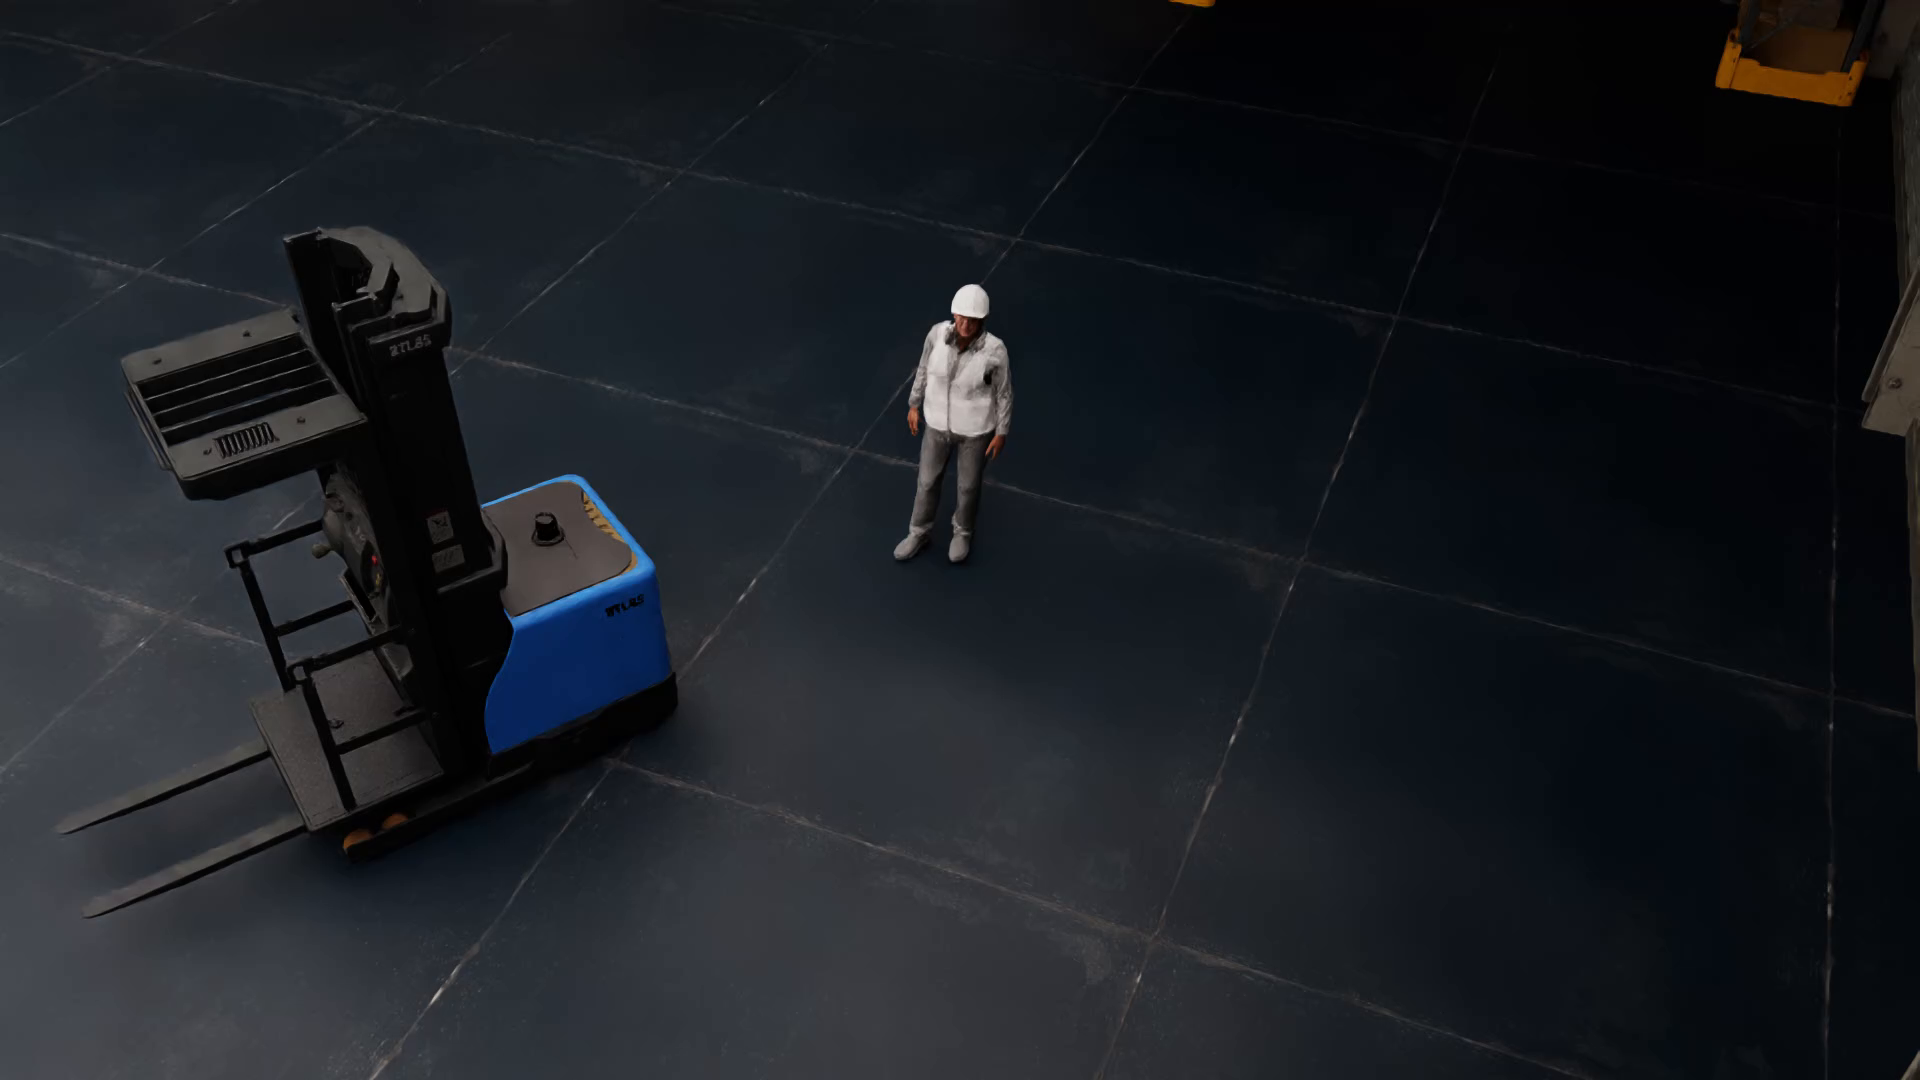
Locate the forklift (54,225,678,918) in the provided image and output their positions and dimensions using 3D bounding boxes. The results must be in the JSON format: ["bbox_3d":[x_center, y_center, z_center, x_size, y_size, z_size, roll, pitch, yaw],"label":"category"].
[{"bbox_3d":[-3.051,0.103,7.883,3.031,2.935,1.130,-23,45,-25],"label":"forklift"}]

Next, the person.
[{"bbox_3d":[-0.031,-0.651,9.674,0.632,1.773,0.567,15,42,17],"label":"person"}]
